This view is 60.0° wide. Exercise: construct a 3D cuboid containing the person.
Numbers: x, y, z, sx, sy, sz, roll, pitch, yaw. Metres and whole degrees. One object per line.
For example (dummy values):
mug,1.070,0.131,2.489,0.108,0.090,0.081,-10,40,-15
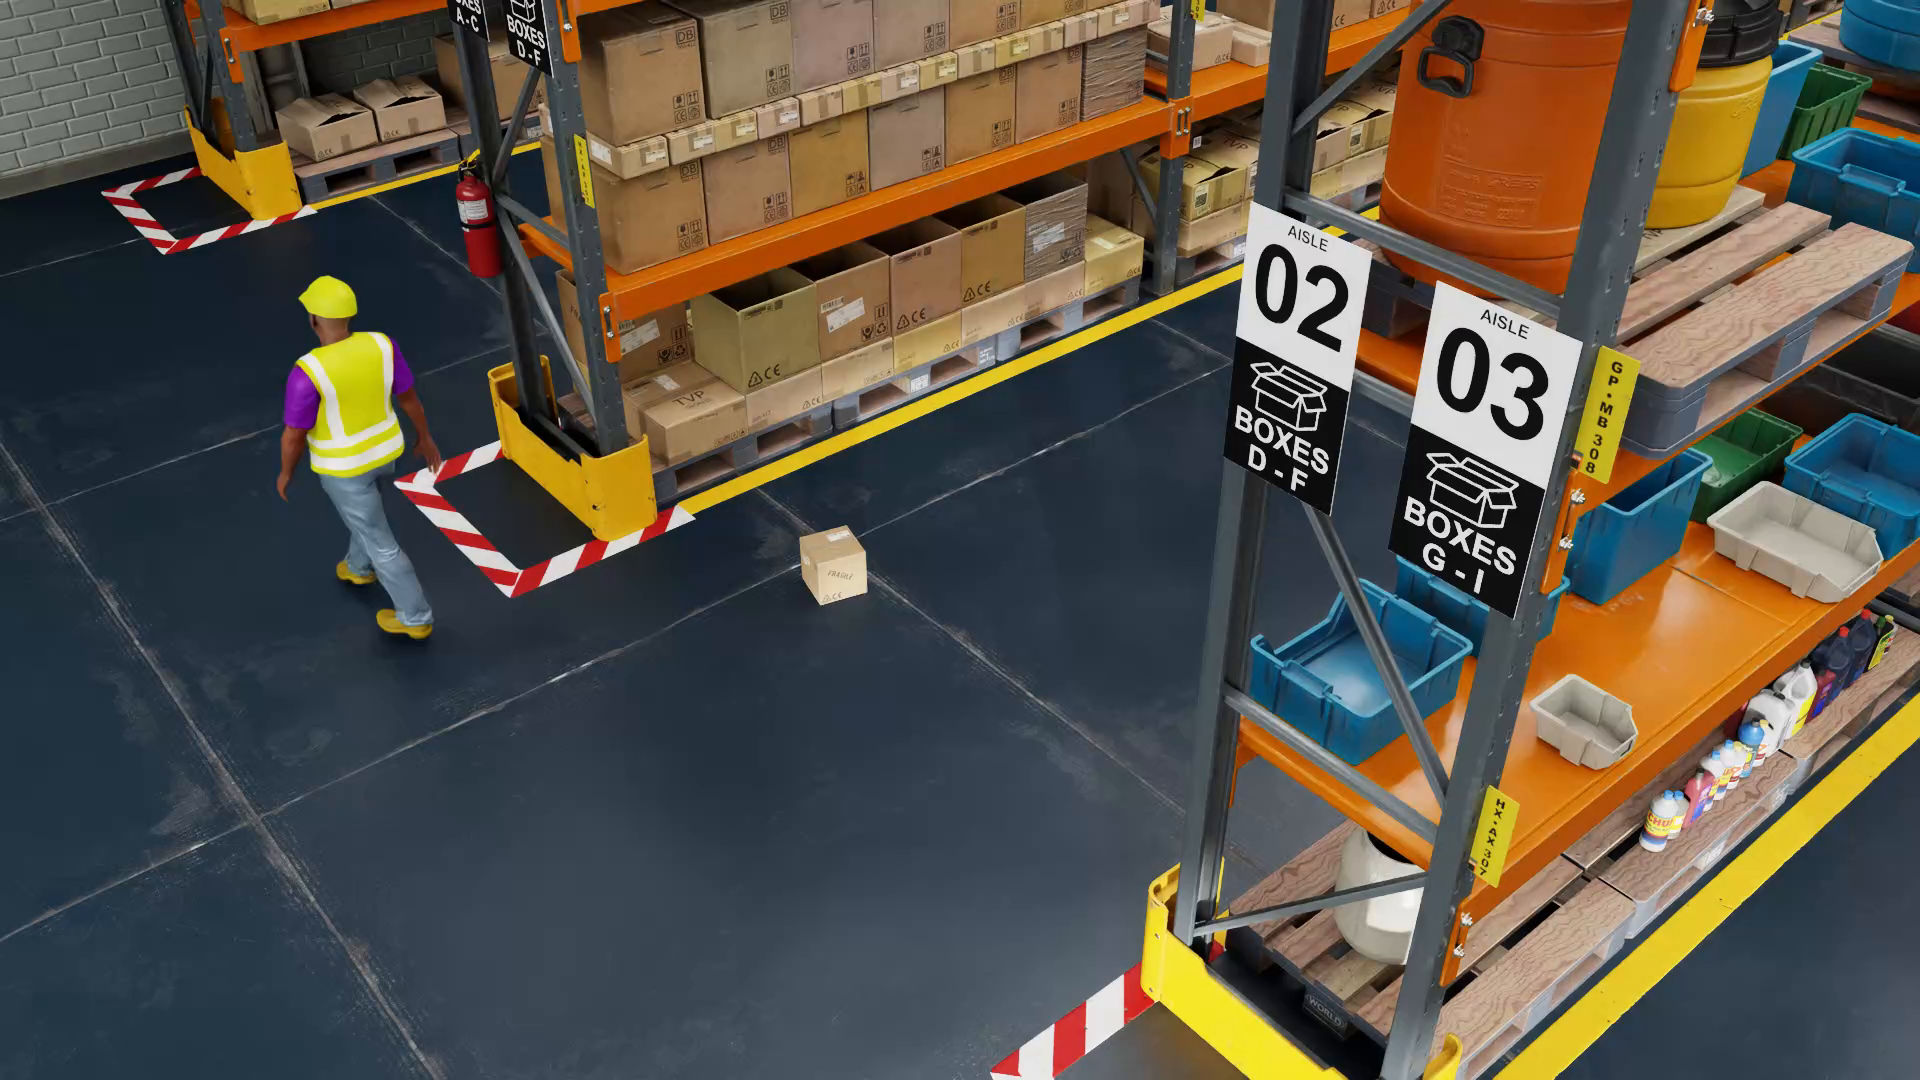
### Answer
person,-2.809,-0.396,7.618,0.869,1.767,0.656,22,41,27
